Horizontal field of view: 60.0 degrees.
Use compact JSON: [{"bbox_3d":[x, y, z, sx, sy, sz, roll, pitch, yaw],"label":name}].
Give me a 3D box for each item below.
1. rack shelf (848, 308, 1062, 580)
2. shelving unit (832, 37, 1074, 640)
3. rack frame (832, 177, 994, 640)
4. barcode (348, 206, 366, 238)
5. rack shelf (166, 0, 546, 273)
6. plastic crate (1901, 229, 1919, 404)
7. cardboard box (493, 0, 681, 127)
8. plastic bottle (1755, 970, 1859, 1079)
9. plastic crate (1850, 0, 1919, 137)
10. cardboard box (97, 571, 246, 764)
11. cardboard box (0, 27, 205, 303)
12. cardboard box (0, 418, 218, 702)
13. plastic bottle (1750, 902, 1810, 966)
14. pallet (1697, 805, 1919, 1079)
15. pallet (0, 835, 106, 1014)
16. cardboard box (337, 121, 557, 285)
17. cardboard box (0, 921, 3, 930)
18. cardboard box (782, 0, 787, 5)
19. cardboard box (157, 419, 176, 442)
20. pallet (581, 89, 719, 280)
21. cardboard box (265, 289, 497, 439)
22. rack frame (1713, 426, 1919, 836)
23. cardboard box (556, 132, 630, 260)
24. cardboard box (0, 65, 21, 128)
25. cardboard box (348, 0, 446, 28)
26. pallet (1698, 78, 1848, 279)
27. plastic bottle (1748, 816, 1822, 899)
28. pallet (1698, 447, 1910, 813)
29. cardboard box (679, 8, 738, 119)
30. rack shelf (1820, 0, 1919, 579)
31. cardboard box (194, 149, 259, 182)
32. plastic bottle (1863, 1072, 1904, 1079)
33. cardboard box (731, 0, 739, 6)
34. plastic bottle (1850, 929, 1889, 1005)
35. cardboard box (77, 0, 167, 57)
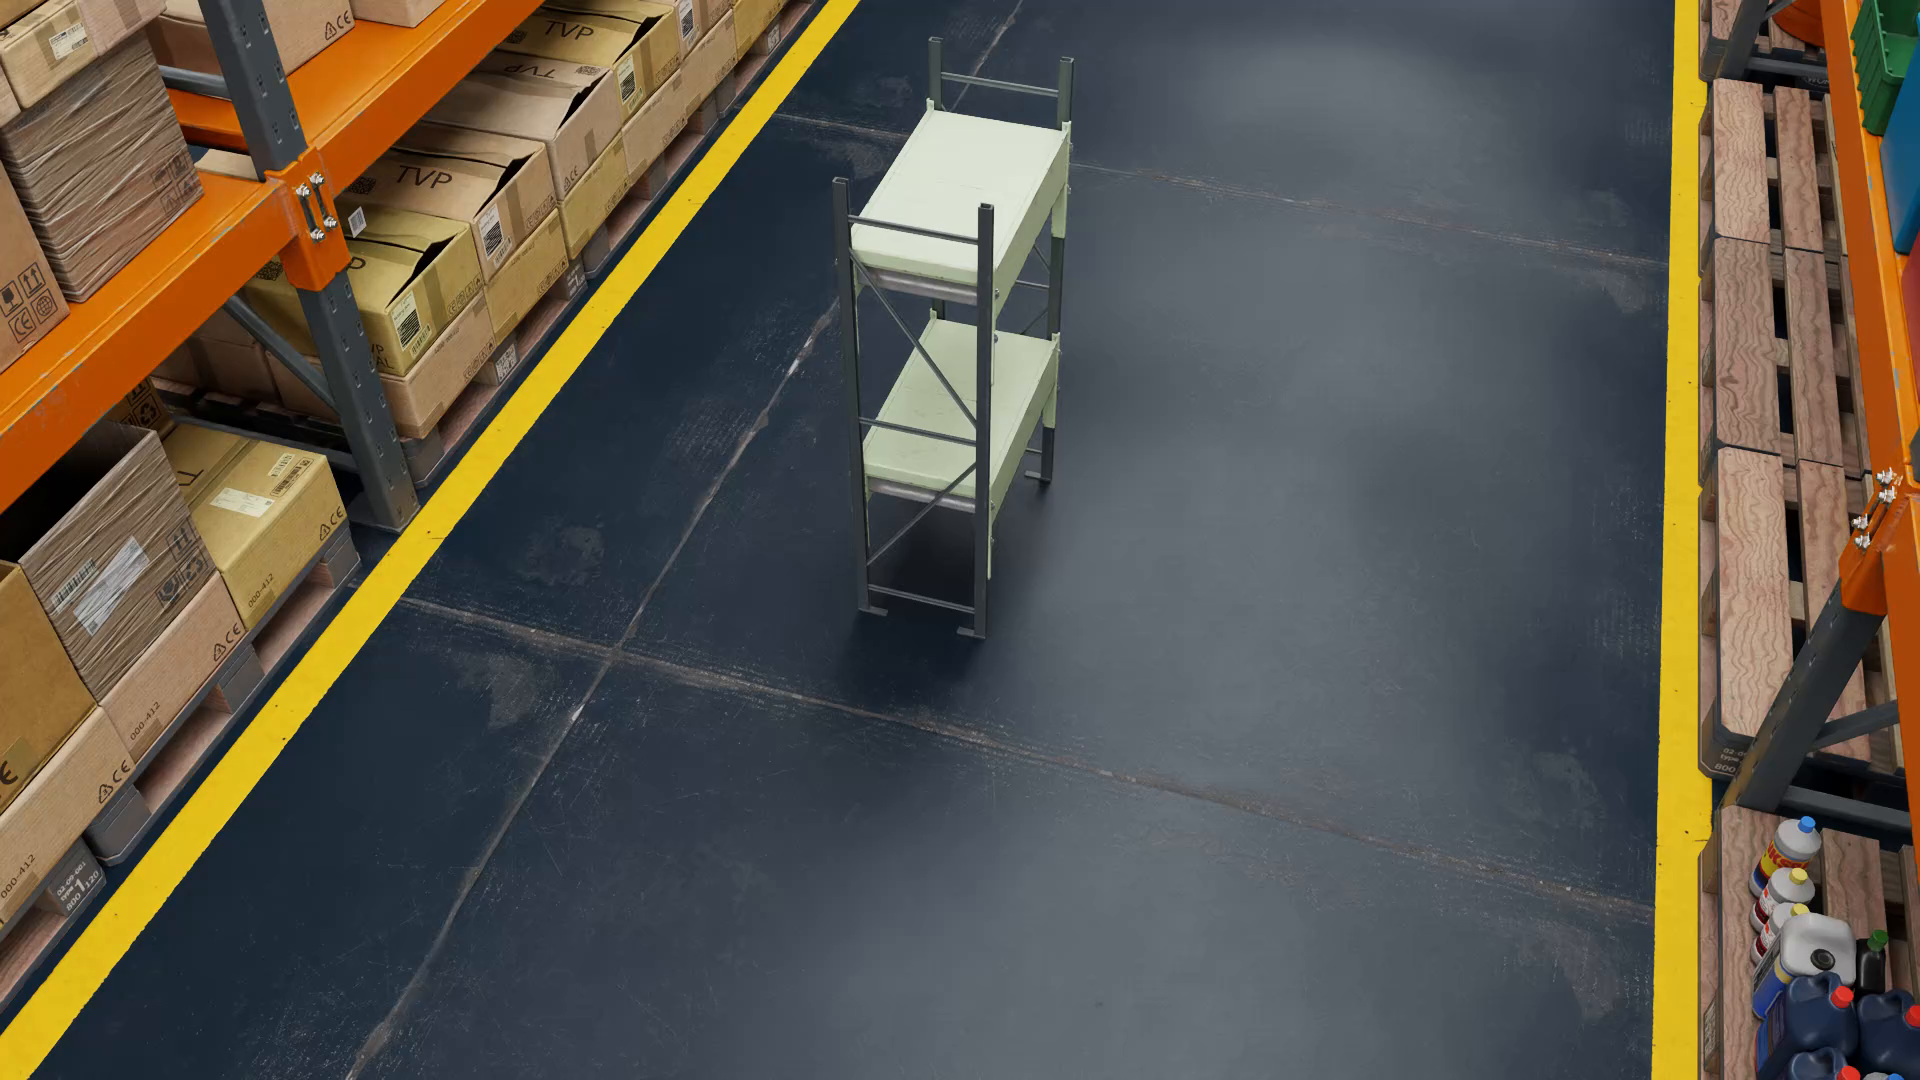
[{"bbox_3d":[-0.002,-0.299,4.949,0.431,0.370,0.720,13,46,12],"label":"rack shelf"},{"bbox_3d":[-0.002,-0.532,4.721,0.431,1.500,0.755,13,46,12],"label":"shelving unit"},{"bbox_3d":[-0.113,-0.288,4.472,0.400,1.500,0.023,13,46,12],"label":"rack frame"},{"bbox_3d":[-1.753,-0.924,4.836,0.001,0.075,0.075,13,46,13],"label":"barcode"},{"bbox_3d":[-1.621,-2.312,5.982,1.077,0.370,4.000,13,46,13],"label":"rack shelf"},{"bbox_3d":[2.348,-0.594,3.667,0.402,0.464,0.583,13,46,13],"label":"plastic crate"},{"bbox_3d":[-1.400,-1.851,6.262,0.500,0.311,0.500,14,46,14],"label":"cardboard box"},{"bbox_3d":[1.853,1.056,3.606,0.144,0.351,0.185,14,46,14],"label":"plastic bottle"},{"bbox_3d":[2.751,-1.329,4.615,0.450,0.188,0.662,13,46,13],"label":"plastic crate"},{"bbox_3d":[-2.320,0.284,4.481,0.500,0.250,0.500,13,46,13],"label":"cardboard box"},{"bbox_3d":[-2.355,-0.974,4.029,0.700,0.500,0.500,11,46,11],"label":"cardboard box"},{"bbox_3d":[-2.322,0.015,4.219,0.500,0.500,0.500,13,46,13],"label":"cardboard box"},{"bbox_3d":[1.917,0.914,3.857,0.097,0.201,0.097,0,44,0],"label":"plastic bottle"},{"bbox_3d":[2.250,1.252,3.820,1.003,0.211,1.213,13,46,13],"label":"pallet"},{"bbox_3d":[-2.875,1.098,3.977,1.003,0.211,1.213,13,46,13],"label":"pallet"},{"bbox_3d":[-1.708,-1.159,5.554,0.500,0.311,0.500,12,46,12],"label":"cardboard box"},{"bbox_3d":[-2.608,0.953,3.797,0.500,0.250,0.500,13,46,13],"label":"cardboard box"},{"bbox_3d":[-0.943,-2.667,7.496,0.500,0.250,0.500,14,46,13],"label":"cardboard box"},{"bbox_3d":[-2.656,-0.158,4.933,0.500,0.250,0.500,13,46,13],"label":"cardboard box"},{"bbox_3d":[-1.673,-1.554,6.687,1.003,0.211,1.213,13,46,13],"label":"pallet"},{"bbox_3d":[-1.869,-0.619,5.404,0.500,0.250,0.500,12,46,12],"label":"cardboard box"},{"bbox_3d":[2.493,-0.184,3.293,1.000,3.000,0.127,13,46,13],"label":"rack frame"},{"bbox_3d":[-1.558,-1.306,6.105,0.500,0.250,0.500,11,45,11],"label":"cardboard box"},{"bbox_3d":[-2.259,-0.937,3.528,0.380,0.149,0.250,11,46,11],"label":"cardboard box"},{"bbox_3d":[-1.764,-1.693,5.015,0.380,0.149,0.250,13,46,13],"label":"cardboard box"},{"bbox_3d":[3.432,-1.345,6.474,1.003,0.211,1.213,13,46,13],"label":"pallet"},{"bbox_3d":[1.978,0.753,3.971,0.097,0.271,0.097,0,44,0],"label":"plastic bottle"},{"bbox_3d":[2.693,0.281,4.812,1.003,0.211,1.213,13,46,13],"label":"pallet"},{"bbox_3d":[-1.250,-1.988,6.803,0.500,0.250,0.500,14,46,13],"label":"cardboard box"},{"bbox_3d":[3.098,-1.260,4.907,1.077,0.370,4.000,13,46,13],"label":"rack shelf"},{"bbox_3d":[-2.226,-1.282,5.680,0.500,0.311,0.500,14,46,14],"label":"cardboard box"},{"bbox_3d":[1.924,1.206,3.509,0.097,0.271,0.097,0,44,0],"label":"plastic bottle"},{"bbox_3d":[-1.091,-2.521,6.946,0.500,0.311,0.500,12,46,12],"label":"cardboard box"},{"bbox_3d":[2.008,0.993,3.718,0.061,0.283,0.133,13,46,13],"label":"plastic bottle"},{"bbox_3d":[-2.105,-1.277,3.875,0.380,0.149,0.250,12,46,12],"label":"cardboard box"}]
